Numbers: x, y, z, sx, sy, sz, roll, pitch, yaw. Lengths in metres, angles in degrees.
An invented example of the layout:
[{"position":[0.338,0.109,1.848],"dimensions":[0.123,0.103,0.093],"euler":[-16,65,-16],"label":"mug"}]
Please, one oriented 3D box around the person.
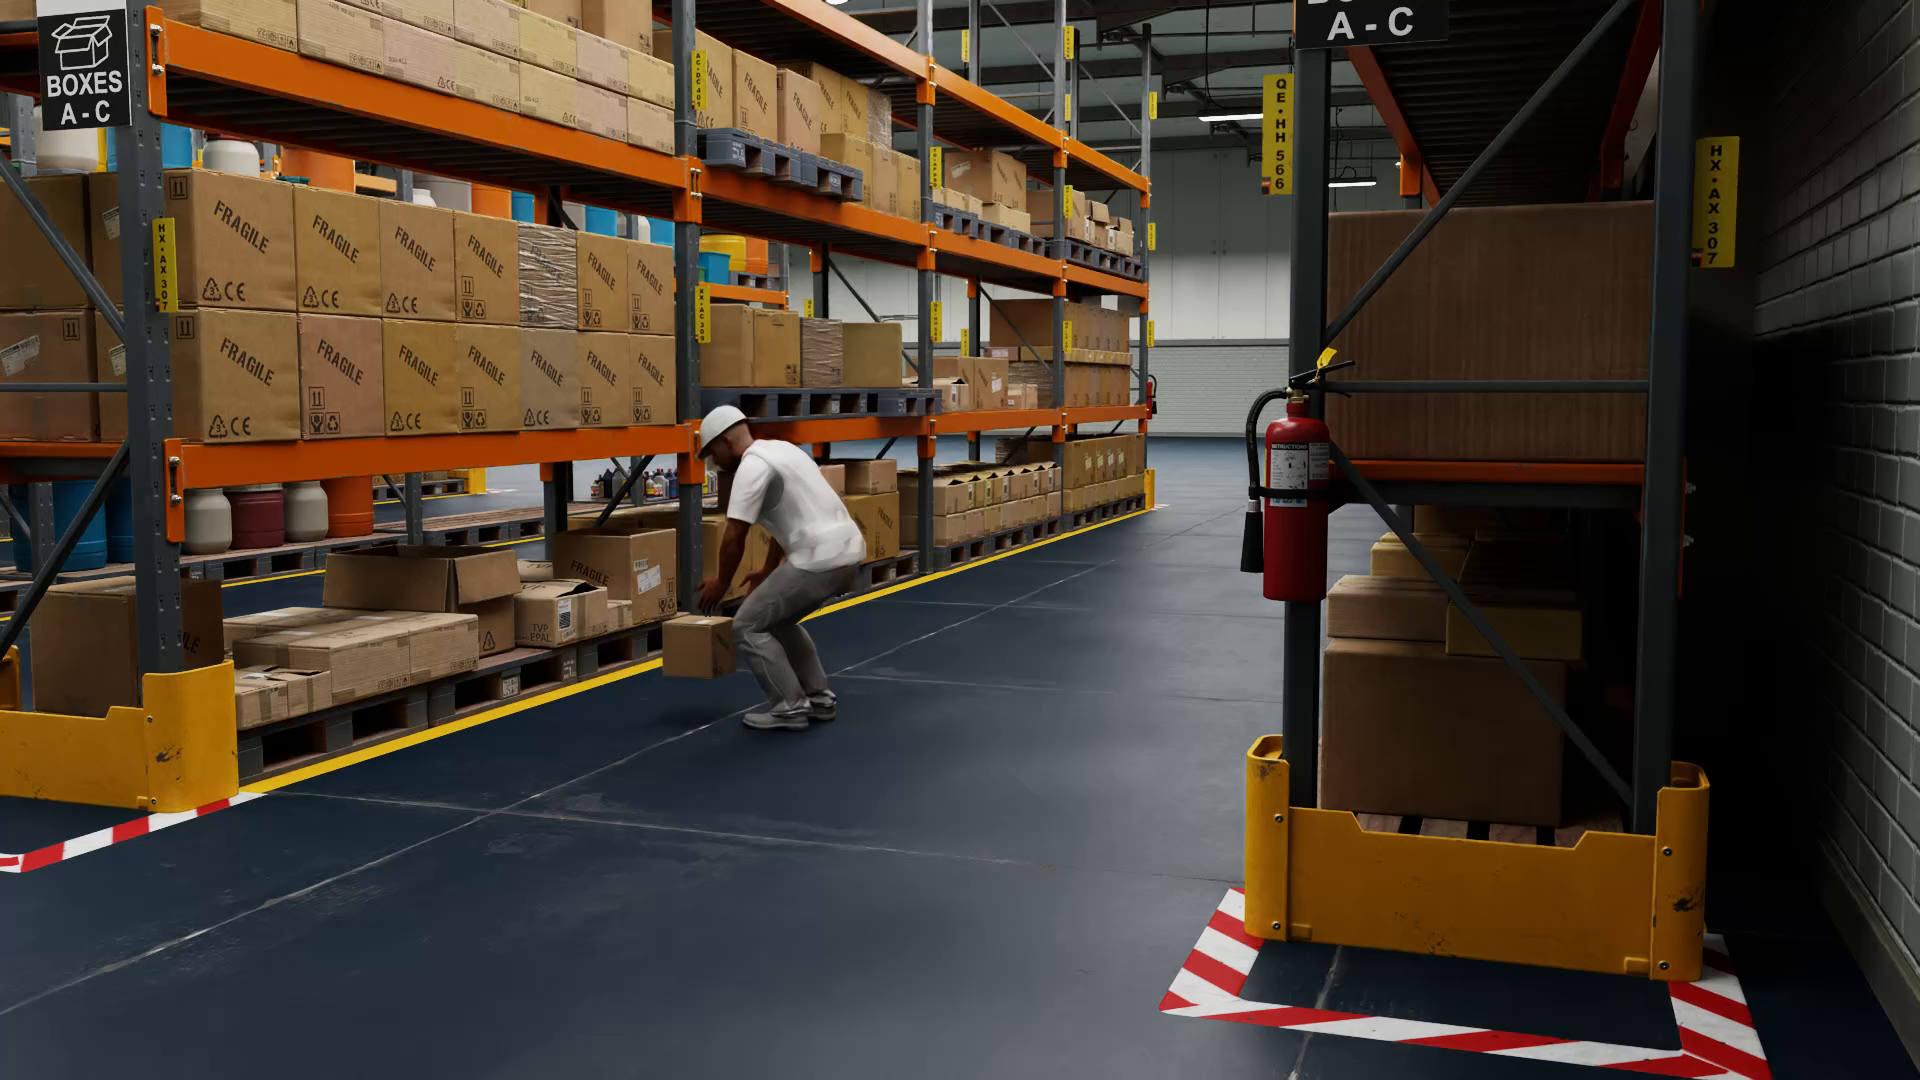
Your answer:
[{"position":[-0.813,0.119,7.429],"dimensions":[0.746,1.429,0.631],"euler":[2,5,19],"label":"person"}]
